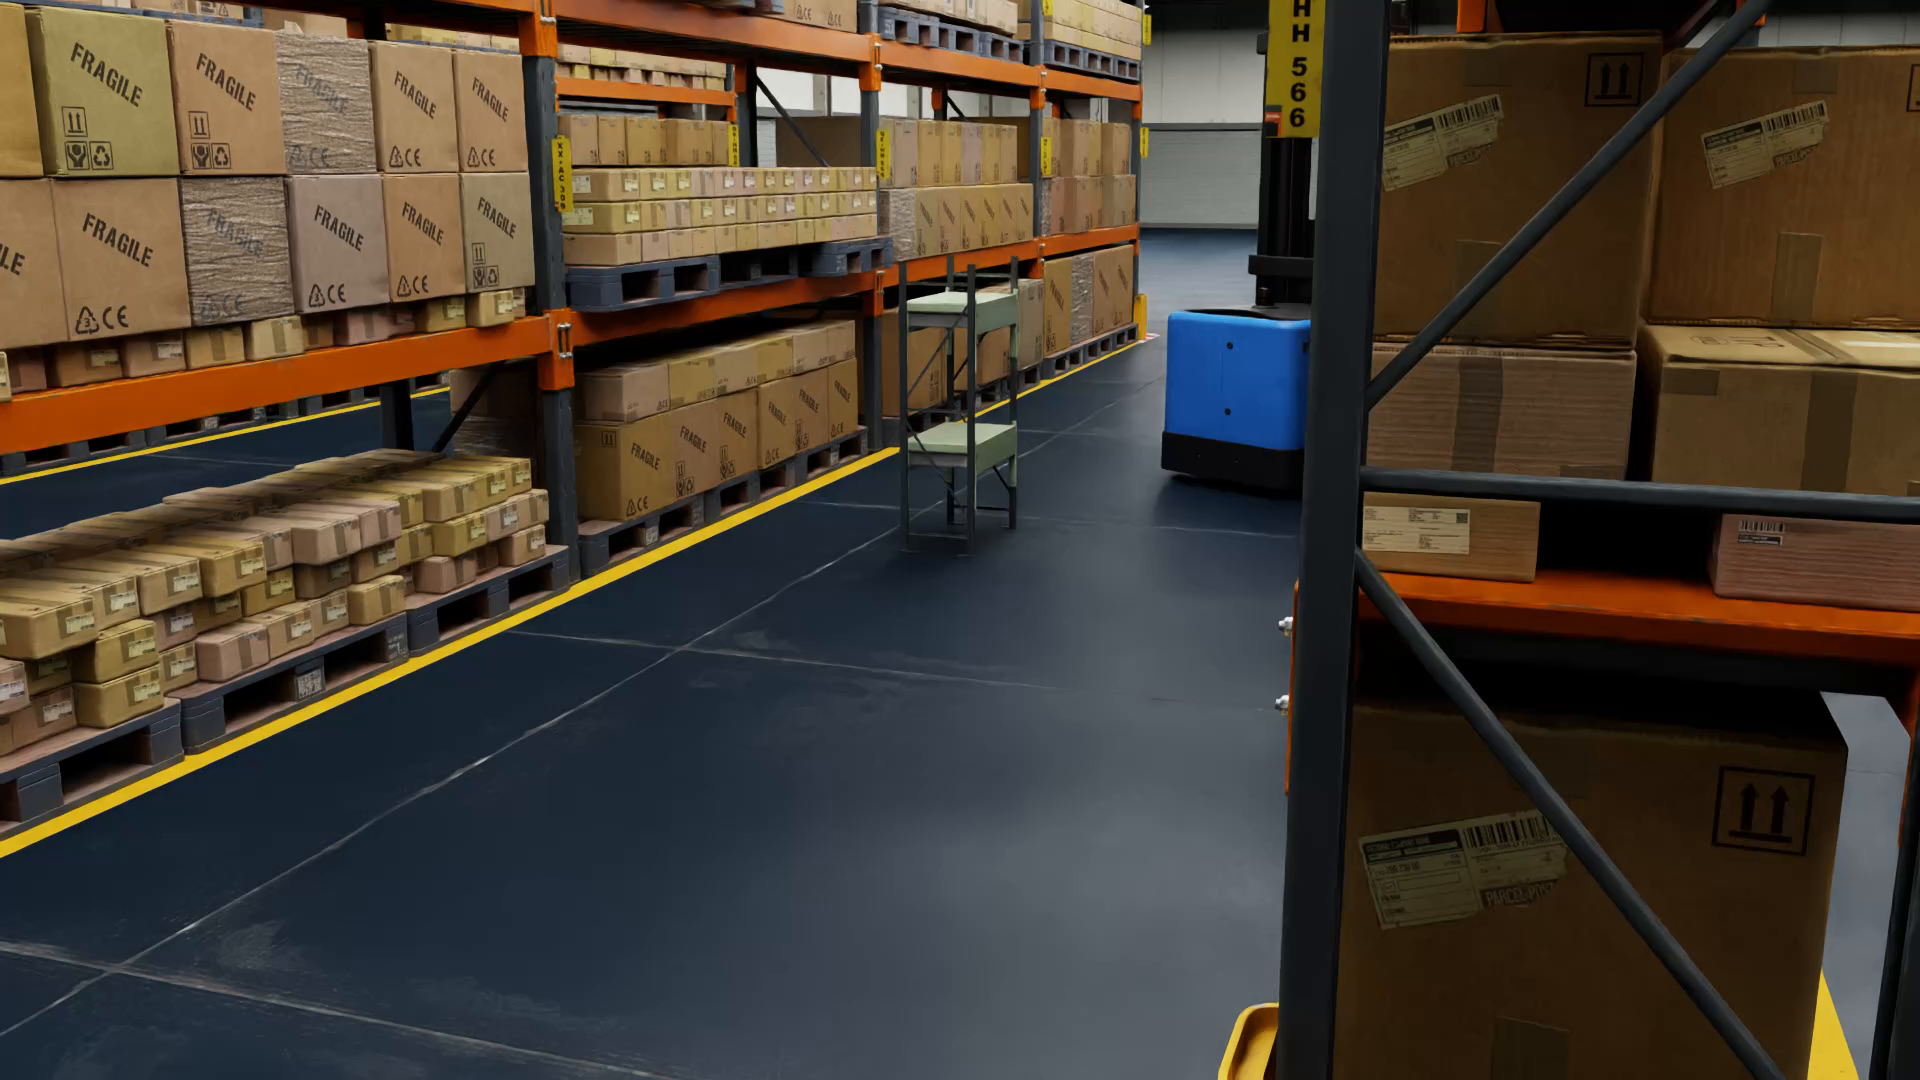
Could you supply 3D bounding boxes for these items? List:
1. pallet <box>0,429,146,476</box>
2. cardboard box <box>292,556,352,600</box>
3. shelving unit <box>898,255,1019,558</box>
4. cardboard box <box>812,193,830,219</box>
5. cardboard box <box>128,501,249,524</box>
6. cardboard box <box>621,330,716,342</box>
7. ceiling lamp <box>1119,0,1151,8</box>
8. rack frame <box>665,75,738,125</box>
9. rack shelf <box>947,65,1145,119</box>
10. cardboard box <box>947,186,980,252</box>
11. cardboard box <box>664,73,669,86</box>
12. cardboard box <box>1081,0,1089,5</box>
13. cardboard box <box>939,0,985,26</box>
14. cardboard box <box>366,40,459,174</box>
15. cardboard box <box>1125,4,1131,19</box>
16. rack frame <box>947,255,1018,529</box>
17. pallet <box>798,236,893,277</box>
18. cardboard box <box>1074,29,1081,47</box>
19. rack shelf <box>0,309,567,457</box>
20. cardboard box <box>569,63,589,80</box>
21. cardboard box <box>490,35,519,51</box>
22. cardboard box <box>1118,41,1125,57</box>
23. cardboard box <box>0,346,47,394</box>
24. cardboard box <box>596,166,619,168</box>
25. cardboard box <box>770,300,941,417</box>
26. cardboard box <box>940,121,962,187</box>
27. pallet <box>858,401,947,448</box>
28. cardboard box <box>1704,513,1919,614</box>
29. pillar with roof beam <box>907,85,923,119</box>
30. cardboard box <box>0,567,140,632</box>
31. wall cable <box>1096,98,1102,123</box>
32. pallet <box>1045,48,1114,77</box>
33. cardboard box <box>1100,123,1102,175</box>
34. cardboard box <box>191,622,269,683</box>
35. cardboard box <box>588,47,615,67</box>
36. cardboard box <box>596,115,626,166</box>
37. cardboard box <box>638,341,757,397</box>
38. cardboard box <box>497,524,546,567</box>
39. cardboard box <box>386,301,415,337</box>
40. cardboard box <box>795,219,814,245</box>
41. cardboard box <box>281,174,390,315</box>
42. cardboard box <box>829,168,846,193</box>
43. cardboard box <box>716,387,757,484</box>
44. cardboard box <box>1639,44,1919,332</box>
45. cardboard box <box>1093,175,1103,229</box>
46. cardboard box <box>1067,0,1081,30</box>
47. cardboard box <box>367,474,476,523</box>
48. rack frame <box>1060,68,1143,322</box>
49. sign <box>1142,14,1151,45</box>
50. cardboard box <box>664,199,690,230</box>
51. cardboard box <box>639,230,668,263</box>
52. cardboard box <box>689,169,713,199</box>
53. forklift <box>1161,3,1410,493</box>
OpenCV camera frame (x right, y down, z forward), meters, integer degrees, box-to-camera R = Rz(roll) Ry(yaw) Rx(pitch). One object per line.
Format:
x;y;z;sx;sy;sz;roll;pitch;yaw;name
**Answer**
-6.480;-0.682;11.502;1.003;0.211;1.213;4;14;18;pallet
-2.626;0.120;6.516;0.380;0.149;0.250;4;13;16;cardboard box
0.002;-0.733;8.827;0.431;1.500;0.755;4;14;18;shelving unit
-1.019;-2.049;10.176;0.380;0.149;0.250;4;14;19;cardboard box
-3.056;-0.050;6.592;0.380;0.149;0.250;4;13;16;cardboard box
-1.830;-1.137;10.216;0.500;0.250;0.500;4;14;19;cardboard box
4.005;-15.349;42.896;2.000;3.185;0.800;4;14;18;ceiling lamp
-3.169;-4.143;20.397;1.000;3.000;0.127;4;14;18;rack frame
0.900;-4.498;16.830;1.077;0.370;4.000;4;14;18;rack shelf
-0.152;-2.565;13.260;0.500;0.500;0.500;4;14;18;cardboard box
-3.461;-5.120;18.501;0.380;0.149;0.250;4;13;17;cardboard box
1.021;-5.214;15.956;0.380;0.149;0.250;5;14;19;cardboard box
-0.106;-4.253;13.170;0.500;0.311;0.500;4;13;16;cardboard box
-2.394;-1.734;6.706;0.500;0.500;0.500;4;13;17;cardboard box
1.594;-5.588;17.592;0.380;0.149;0.250;5;14;19;cardboard box
0.121;-0.810;9.165;0.400;1.500;0.023;4;14;18;rack frame
-1.171;-1.872;10.879;1.213;0.211;1.003;4;14;18;pallet
0.938;-4.771;15.804;0.380;0.149;0.250;4;13;18;cardboard box
-2.982;-0.509;6.094;1.077;0.370;4.000;4;14;18;rack shelf
-3.990;-4.739;16.834;0.380;0.149;0.250;4;14;18;cardboard box
-4.515;-4.761;15.758;0.500;0.250;0.500;4;13;17;cardboard box
1.513;-5.146;17.449;0.380;0.149;0.250;4;14;19;cardboard box
-3.080;-0.535;5.154;0.380;0.149;0.250;5;14;21;cardboard box
-3.917;-3.674;17.451;0.500;0.500;0.500;4;14;18;cardboard box
-0.759;-1.353;12.285;1.050;0.750;0.750;4;14;18;cardboard box
-0.395;-3.075;13.250;0.700;0.500;0.500;4;14;18;cardboard box
-0.715;-0.924;12.562;1.003;0.211;1.213;4;14;18;pallet
1.458;0.011;2.762;0.380;0.149;0.250;5;14;19;cardboard box
2.894;-12.085;41.715;9.100;9.000;0.548;4;14;18;pillar with roof beam
-2.959;0.202;5.488;0.380;0.149;0.250;4;13;16;cardboard box
2.966;-12.670;51.254;3.097;2.526;0.112;4;14;18;wall cable
0.924;-4.812;16.788;1.003;0.211;1.213;4;14;18;pallet
0.990;-4.101;17.451;0.875;0.550;0.550;4;14;18;cardboard box
-2.734;0.393;5.989;0.380;0.149;0.250;4;13;16;cardboard box
-3.904;-5.017;17.155;0.500;0.250;0.500;4;14;18;cardboard box
-3.930;-4.165;17.353;0.700;0.500;0.500;4;14;19;cardboard box
-1.507;-0.988;9.566;0.500;0.250;0.500;5;14;21;cardboard box
-2.140;0.011;7.660;0.380;0.149;0.250;5;14;19;cardboard box
-2.478;-0.918;6.833;0.380;0.149;0.250;4;13;17;cardboard box
-1.100;-1.853;9.986;0.380;0.149;0.250;4;13;16;cardboard box
-2.556;-1.139;6.342;0.500;0.500;0.500;4;14;18;cardboard box
-0.934;-2.251;10.394;0.380;0.149;0.250;5;14;20;cardboard box
-1.519;-0.626;9.664;0.500;0.500;0.500;5;14;19;cardboard box
1.603;-0.685;3.230;0.500;0.500;0.500;4;13;17;cardboard box
1.013;-3.573;17.564;0.875;0.550;0.550;4;14;18;cardboard box
0.838;-4.942;15.659;0.500;0.250;0.500;4;14;18;cardboard box
-2.323;-0.182;7.172;0.380;0.149;0.250;4;14;18;cardboard box
1.547;-3.807;18.928;1.000;3.000;0.127;4;14;18;rack frame
2.056;-5.621;18.321;0.100;0.325;0.005;4;14;18;sign
-1.608;-1.667;8.503;0.380;0.149;0.250;5;14;20;cardboard box
-1.689;-1.472;8.316;0.380;0.149;0.250;5;14;19;cardboard box
-1.520;-1.868;8.716;0.380;0.149;0.250;4;14;18;cardboard box
2.739;-1.959;10.984;3.031;2.935;1.130;-11;17;-40;forklift
